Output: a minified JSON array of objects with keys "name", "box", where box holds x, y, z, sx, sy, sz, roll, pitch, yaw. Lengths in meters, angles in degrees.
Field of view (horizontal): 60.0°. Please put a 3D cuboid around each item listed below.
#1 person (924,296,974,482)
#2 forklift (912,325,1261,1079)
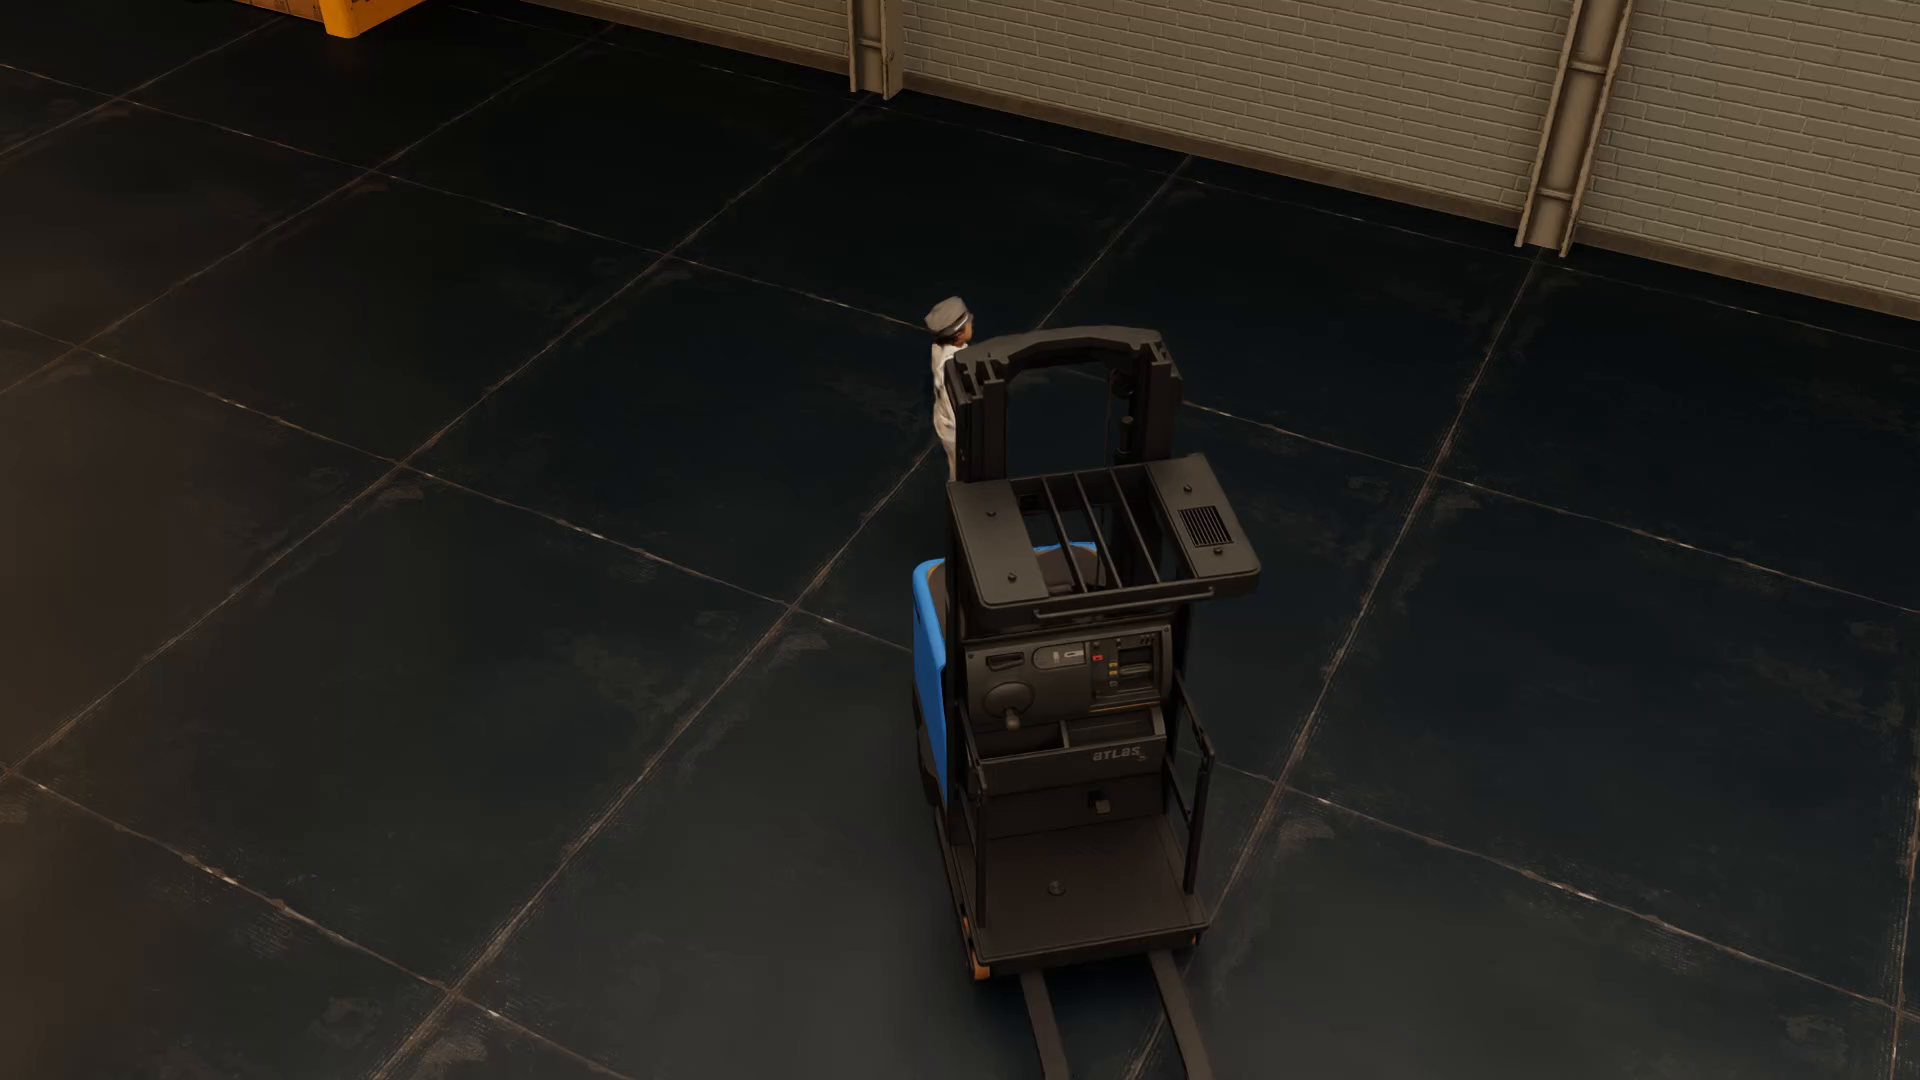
[{"name":"person","box":[0.021,-0.621,9.676,0.397,1.696,0.694,-7,41,-9]},{"name":"forklift","box":[0.527,0.681,7.178,1.130,2.935,3.031,-7,41,-8]}]
